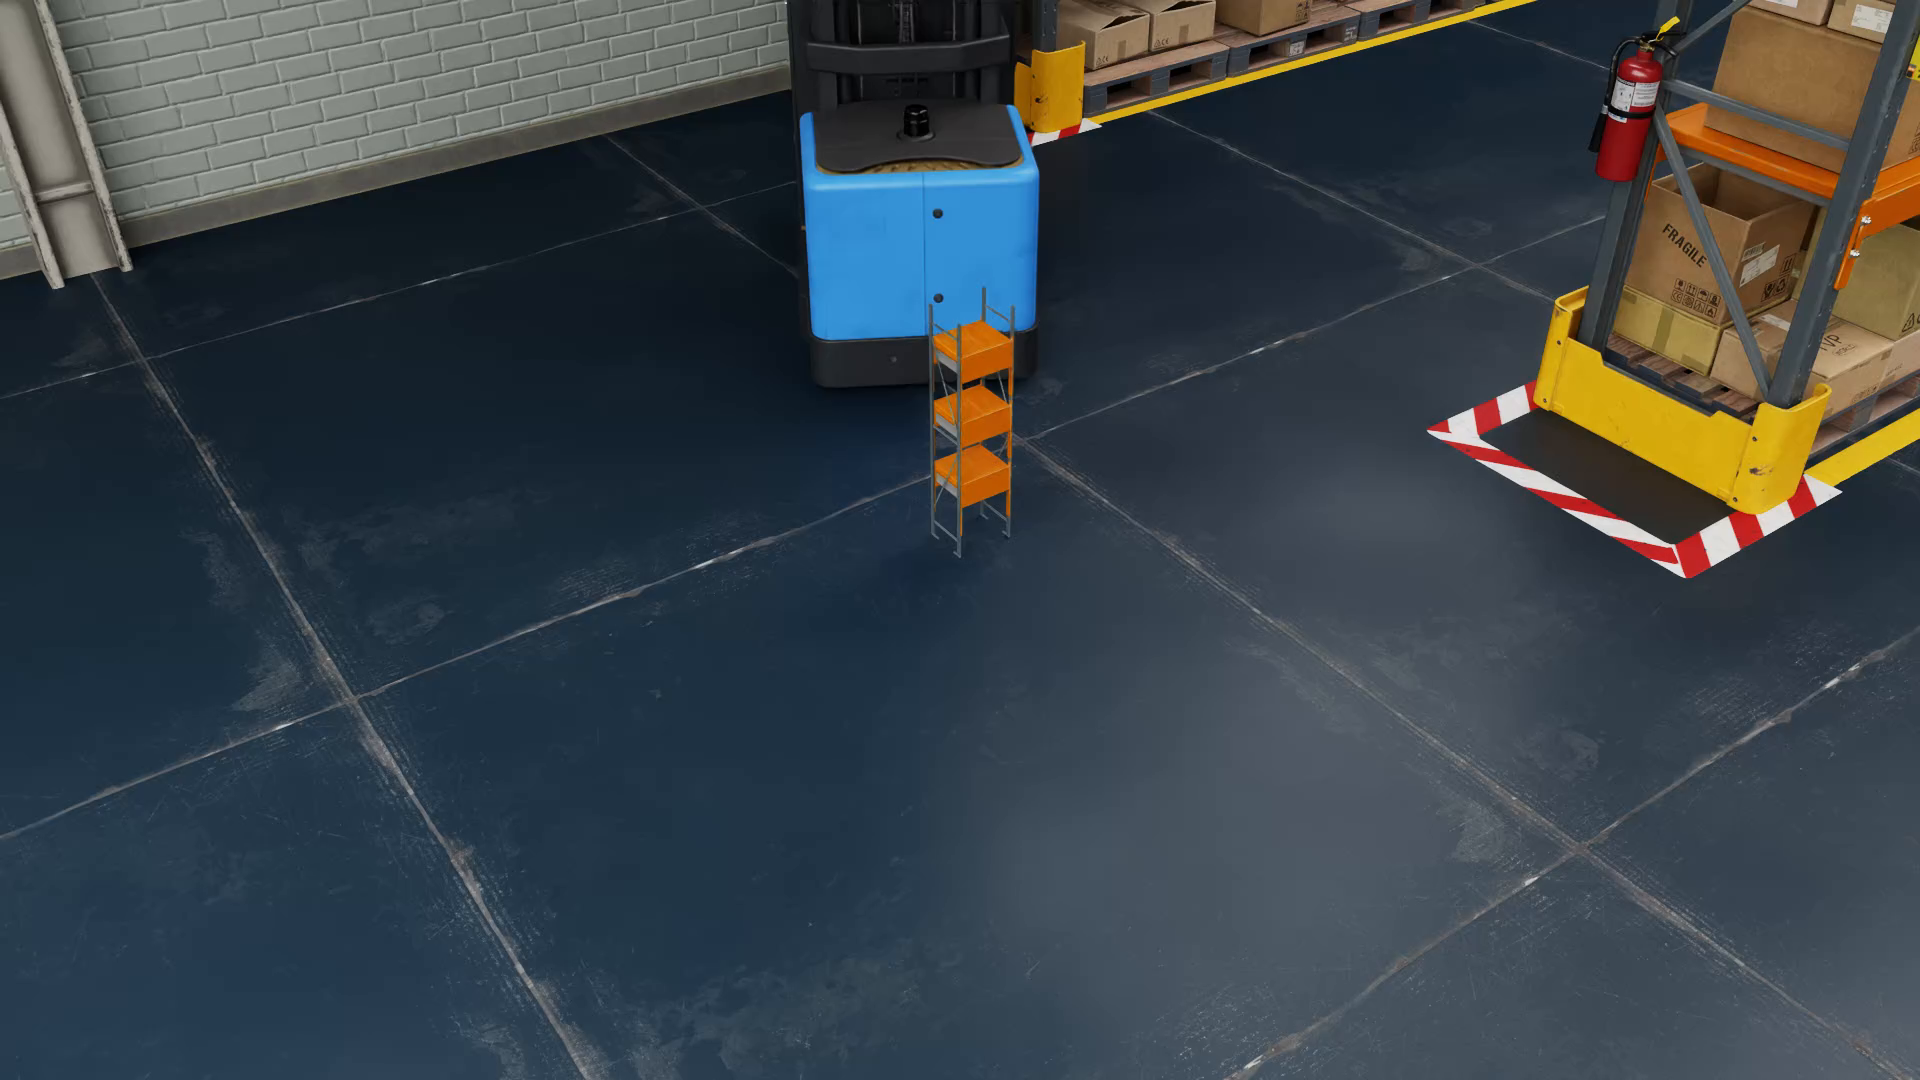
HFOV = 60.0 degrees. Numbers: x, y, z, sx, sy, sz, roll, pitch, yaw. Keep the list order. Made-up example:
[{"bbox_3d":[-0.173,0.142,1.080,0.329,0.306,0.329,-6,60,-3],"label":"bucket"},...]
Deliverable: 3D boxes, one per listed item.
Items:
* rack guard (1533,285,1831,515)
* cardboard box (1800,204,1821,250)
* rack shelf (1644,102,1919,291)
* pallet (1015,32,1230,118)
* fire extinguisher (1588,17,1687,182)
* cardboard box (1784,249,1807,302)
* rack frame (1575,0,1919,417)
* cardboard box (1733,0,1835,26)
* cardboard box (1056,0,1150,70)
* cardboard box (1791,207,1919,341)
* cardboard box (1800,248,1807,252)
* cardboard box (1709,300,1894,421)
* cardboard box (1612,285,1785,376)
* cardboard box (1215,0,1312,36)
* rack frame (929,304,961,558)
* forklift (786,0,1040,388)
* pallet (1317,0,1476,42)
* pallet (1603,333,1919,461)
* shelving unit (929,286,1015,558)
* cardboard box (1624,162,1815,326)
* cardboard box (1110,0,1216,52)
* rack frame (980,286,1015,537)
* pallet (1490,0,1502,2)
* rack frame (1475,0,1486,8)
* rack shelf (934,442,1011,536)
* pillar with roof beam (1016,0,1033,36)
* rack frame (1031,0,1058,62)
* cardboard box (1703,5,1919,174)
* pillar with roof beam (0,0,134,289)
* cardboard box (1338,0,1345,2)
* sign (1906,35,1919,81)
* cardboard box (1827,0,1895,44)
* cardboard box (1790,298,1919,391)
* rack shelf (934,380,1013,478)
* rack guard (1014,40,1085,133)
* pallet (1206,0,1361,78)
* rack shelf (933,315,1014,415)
[{"bbox_3d":[3.084,-0.629,7.197,0.348,0.500,1.175,-22,41,-28],"label":"rack guard"},{"bbox_3d":[4.179,-1.677,7.865,0.500,0.500,0.500,-22,41,-28],"label":"cardboard box"},{"bbox_3d":[4.738,-2.033,7.624,4.000,0.370,1.077,-22,41,-28],"label":"rack shelf"},{"bbox_3d":[0.993,-3.165,10.970,1.213,0.211,1.003,-22,41,-28],"label":"pallet"},{"bbox_3d":[2.739,-1.803,6.754,0.183,0.674,0.296,-22,41,-28],"label":"fire extinguisher"},{"bbox_3d":[3.773,-1.202,7.847,0.500,0.250,0.500,-22,41,-28],"label":"cardboard box"},{"bbox_3d":[3.104,-1.652,6.478,0.127,3.000,1.000,-22,41,-28],"label":"rack frame"},{"bbox_3d":[3.306,-2.176,6.565,0.250,0.149,0.380,-23,42,-29],"label":"cardboard box"},{"bbox_3d":[0.864,-3.292,10.684,0.500,0.311,0.500,-28,44,-33],"label":"cardboard box"},{"bbox_3d":[4.078,-1.254,7.278,0.500,0.500,0.500,-22,41,-28],"label":"cardboard box"},{"bbox_3d":[4.181,-1.371,8.082,0.500,0.250,0.500,-22,41,-28],"label":"cardboard box"},{"bbox_3d":[3.670,-0.781,7.262,0.500,0.250,0.500,-22,41,-28],"label":"cardboard box"},{"bbox_3d":[3.372,-1.028,7.605,0.500,0.250,0.500,-22,41,-28],"label":"cardboard box"},{"bbox_3d":[1.959,-3.783,11.206,0.500,0.500,0.700,-25,43,-31],"label":"cardboard box"},{"bbox_3d":[-0.056,-0.403,6.411,0.008,1.050,0.200,-22,41,-28],"label":"rack frame"},{"bbox_3d":[-0.303,-2.730,8.036,1.130,2.935,3.031,-3,36,-5],"label":"forklift"},{"bbox_3d":[2.988,-3.986,12.111,1.213,0.211,1.003,-22,41,-28],"label":"pallet"},{"bbox_3d":[3.705,-0.797,7.678,1.213,0.211,1.003,-22,41,-28],"label":"pallet"},{"bbox_3d":[0.044,-0.444,6.468,0.252,1.050,0.215,-22,41,-28],"label":"shelving unit"},{"bbox_3d":[3.370,-1.333,7.388,0.500,0.500,0.500,-22,41,-28],"label":"cardboard box"},{"bbox_3d":[1.330,-3.484,10.951,0.500,0.311,0.500,-19,40,-24],"label":"cardboard box"},{"bbox_3d":[0.143,-0.485,6.526,0.008,1.050,0.200,-22,41,-28],"label":"rack frame"},{"bbox_3d":[4.152,-4.491,12.814,1.213,0.211,1.003,-22,41,-28],"label":"pallet"},{"bbox_3d":[3.516,-5.361,11.634,0.127,3.000,1.000,-22,41,-28],"label":"rack frame"},{"bbox_3d":[0.044,-0.210,6.637,0.240,0.259,0.215,-22,41,-28],"label":"rack shelf"},{"bbox_3d":[2.801,-5.044,6.057,0.400,9.000,9.100,-22,41,-28],"label":"pillar with roof beam"},{"bbox_3d":[0.247,-4.015,9.764,0.127,3.000,1.000,-22,41,-28],"label":"rack frame"},{"bbox_3d":[3.493,-1.844,6.659,0.500,0.500,0.700,-22,41,-28],"label":"cardboard box"},{"bbox_3d":[-2.104,-3.026,3.251,0.400,9.000,9.100,-22,41,-28],"label":"pillar with roof beam"},{"bbox_3d":[2.691,-4.156,11.724,0.500,0.500,0.500,-26,43,-31],"label":"cardboard box"},{"bbox_3d":[3.418,-1.769,5.831,0.005,0.325,0.100,-22,41,-28],"label":"sign"},{"bbox_3d":[3.548,-1.985,6.300,0.250,0.149,0.380,-23,41,-28],"label":"cardboard box"},{"bbox_3d":[4.077,-0.951,7.498,0.500,0.250,0.500,-22,41,-28],"label":"cardboard box"},{"bbox_3d":[0.044,-0.436,6.475,0.240,0.259,0.215,-22,41,-28],"label":"rack shelf"},{"bbox_3d":[0.309,-3.026,10.529,0.348,0.500,1.175,-22,41,-28],"label":"rack guard"},{"bbox_3d":[1.990,-3.573,11.537,1.213,0.211,1.003,-22,41,-28],"label":"pallet"},{"bbox_3d":[0.044,-0.666,6.309,0.240,0.259,0.215,-22,41,-28],"label":"rack shelf"}]
